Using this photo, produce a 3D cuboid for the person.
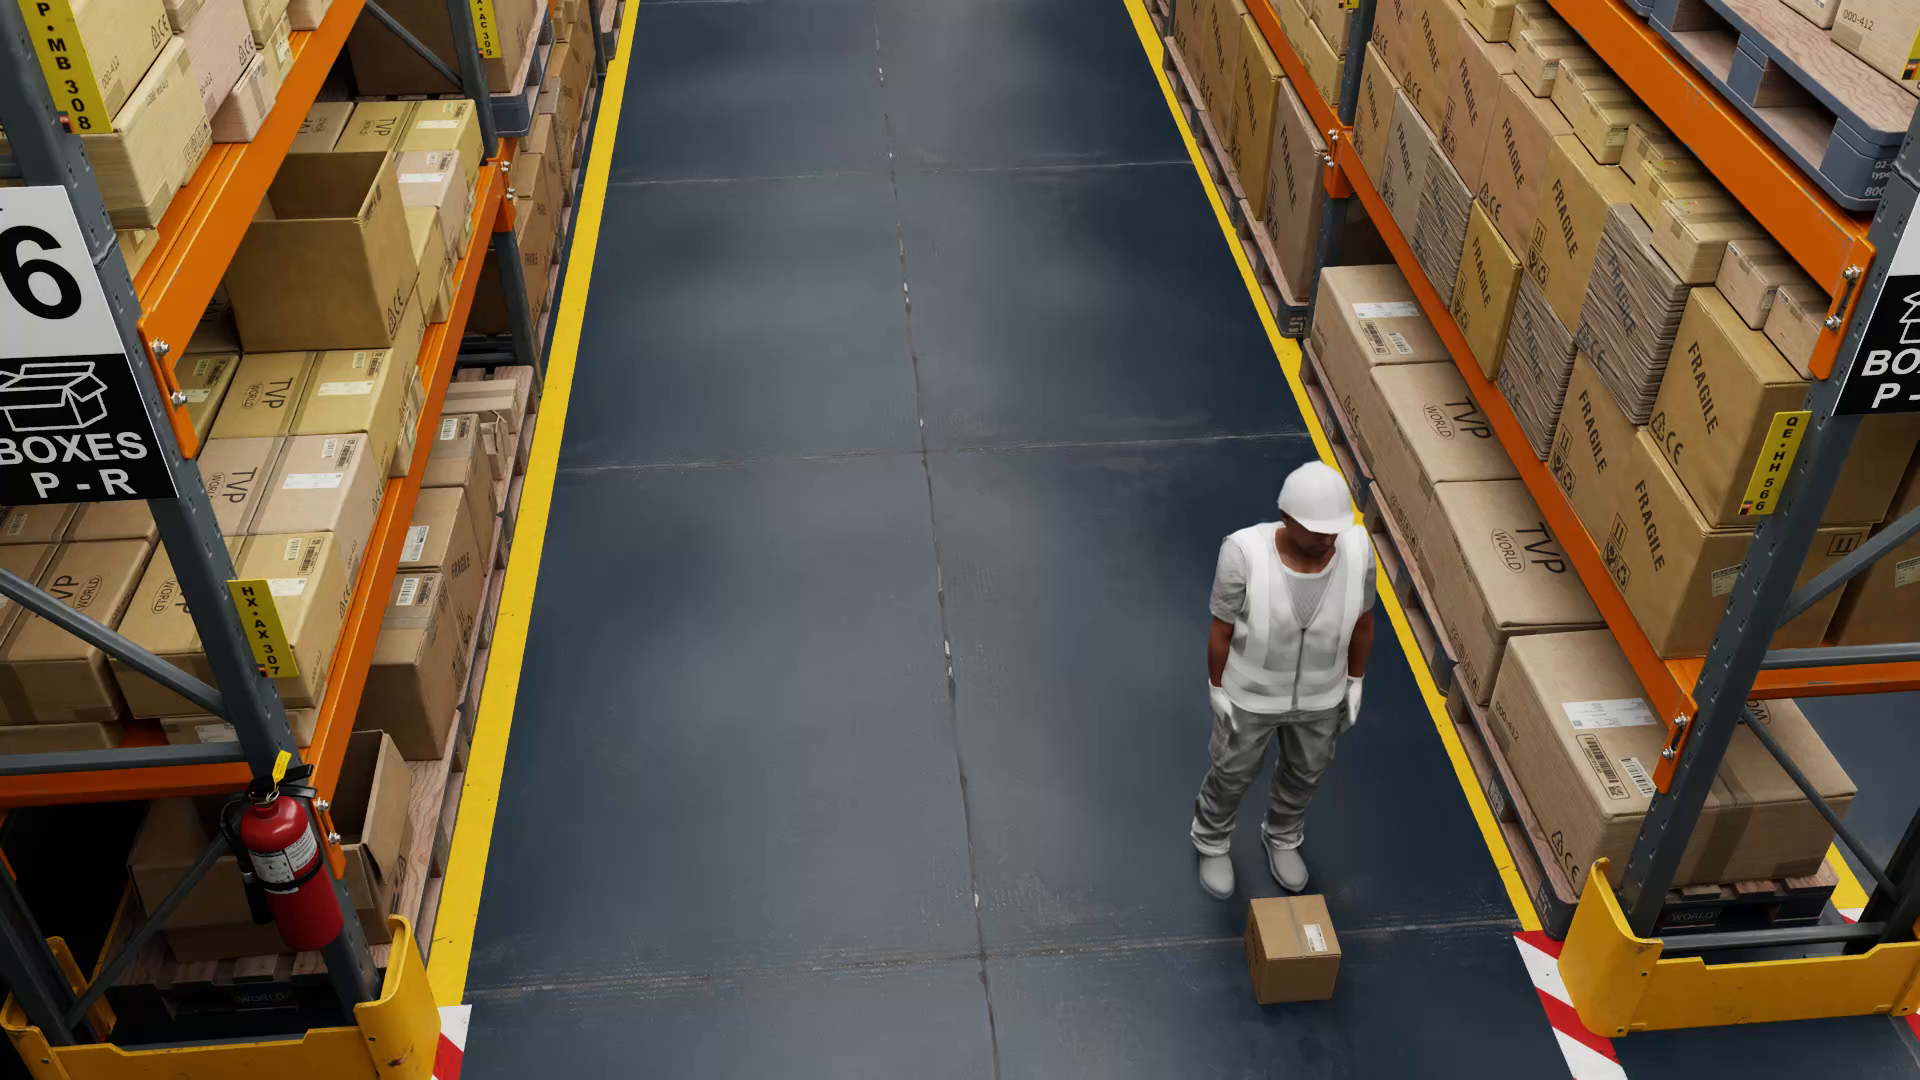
[{"bbox_3d":[1.080,0.485,5.540,0.547,1.785,0.351,-4,39,-5],"label":"person"}]
